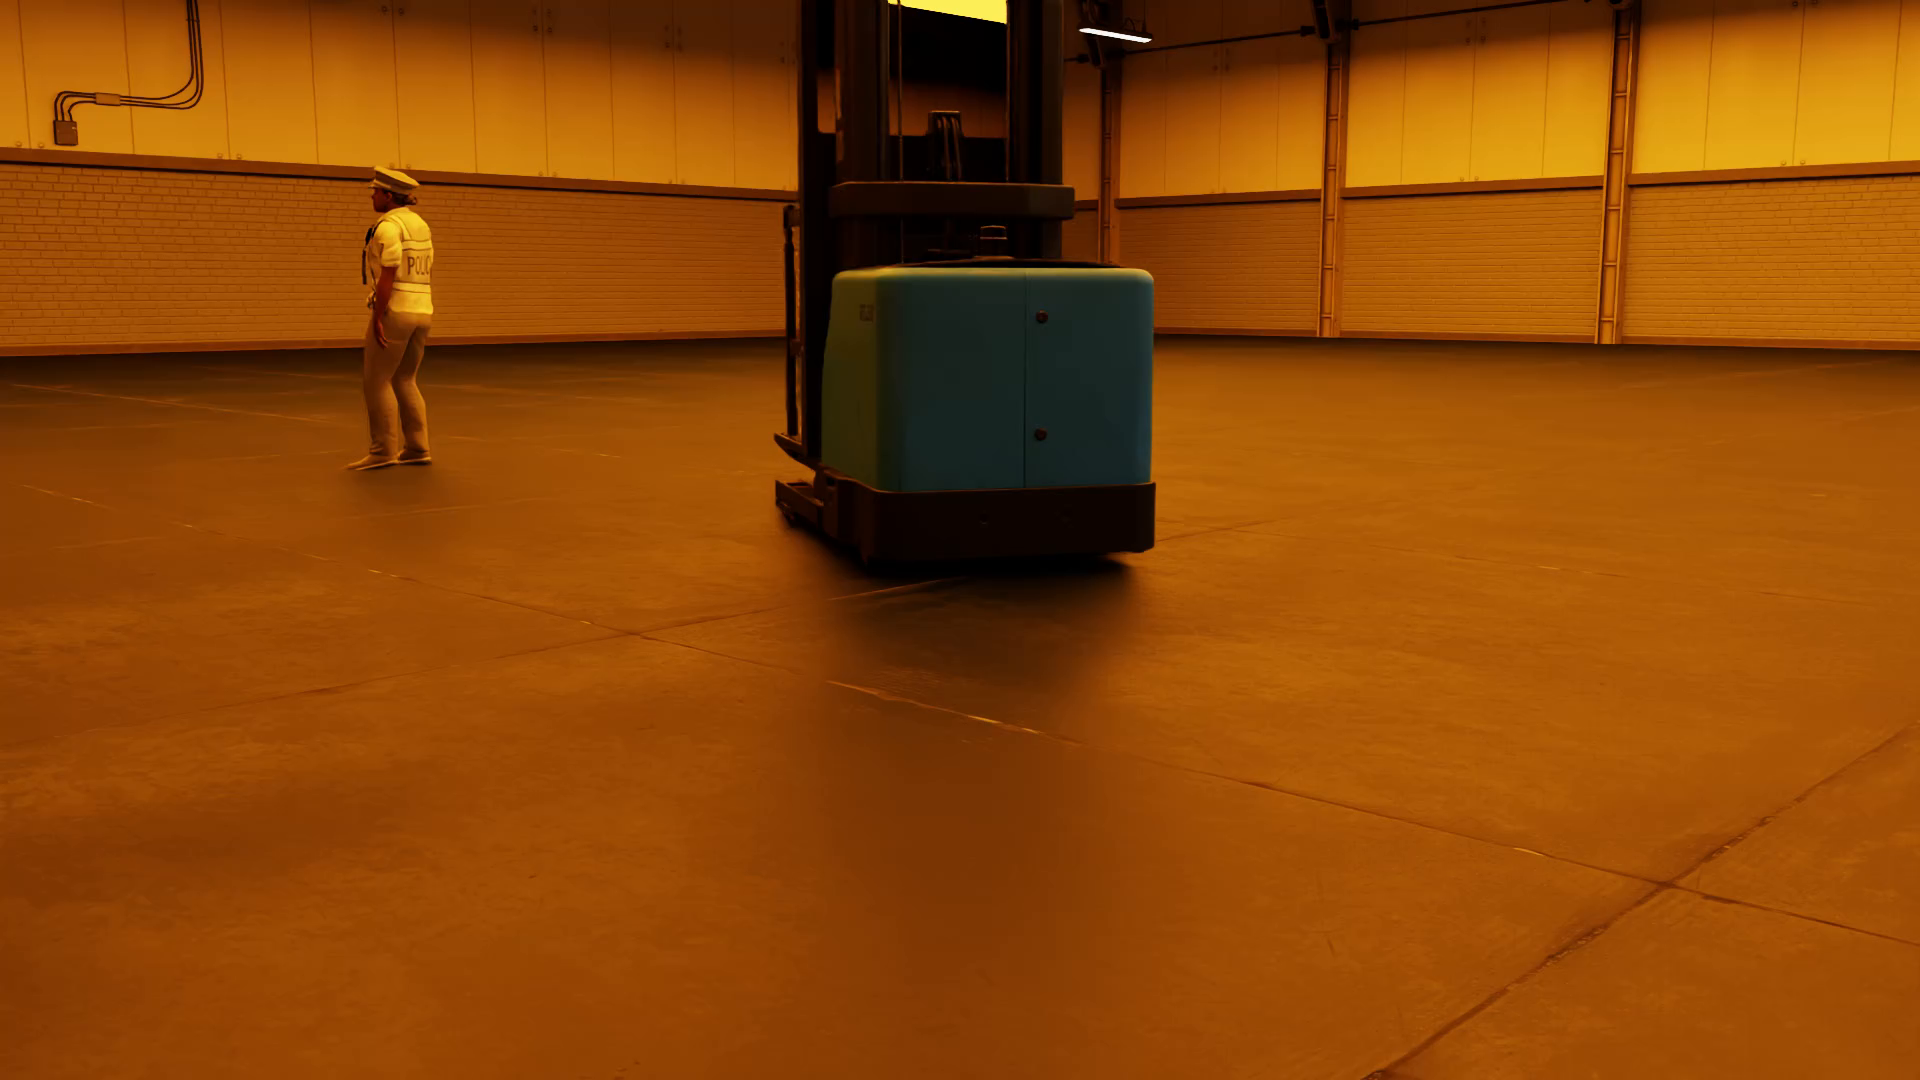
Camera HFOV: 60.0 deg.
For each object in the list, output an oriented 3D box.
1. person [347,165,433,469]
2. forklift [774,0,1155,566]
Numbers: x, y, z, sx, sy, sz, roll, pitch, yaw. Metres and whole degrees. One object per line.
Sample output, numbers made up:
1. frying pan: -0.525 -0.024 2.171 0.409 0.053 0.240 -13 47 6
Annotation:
1. person: -3.221 -1.246 9.416 0.460 1.712 0.532 2 9 11
2. forklift: -0.195 -1.538 7.090 1.130 2.935 3.031 -2 9 -16
